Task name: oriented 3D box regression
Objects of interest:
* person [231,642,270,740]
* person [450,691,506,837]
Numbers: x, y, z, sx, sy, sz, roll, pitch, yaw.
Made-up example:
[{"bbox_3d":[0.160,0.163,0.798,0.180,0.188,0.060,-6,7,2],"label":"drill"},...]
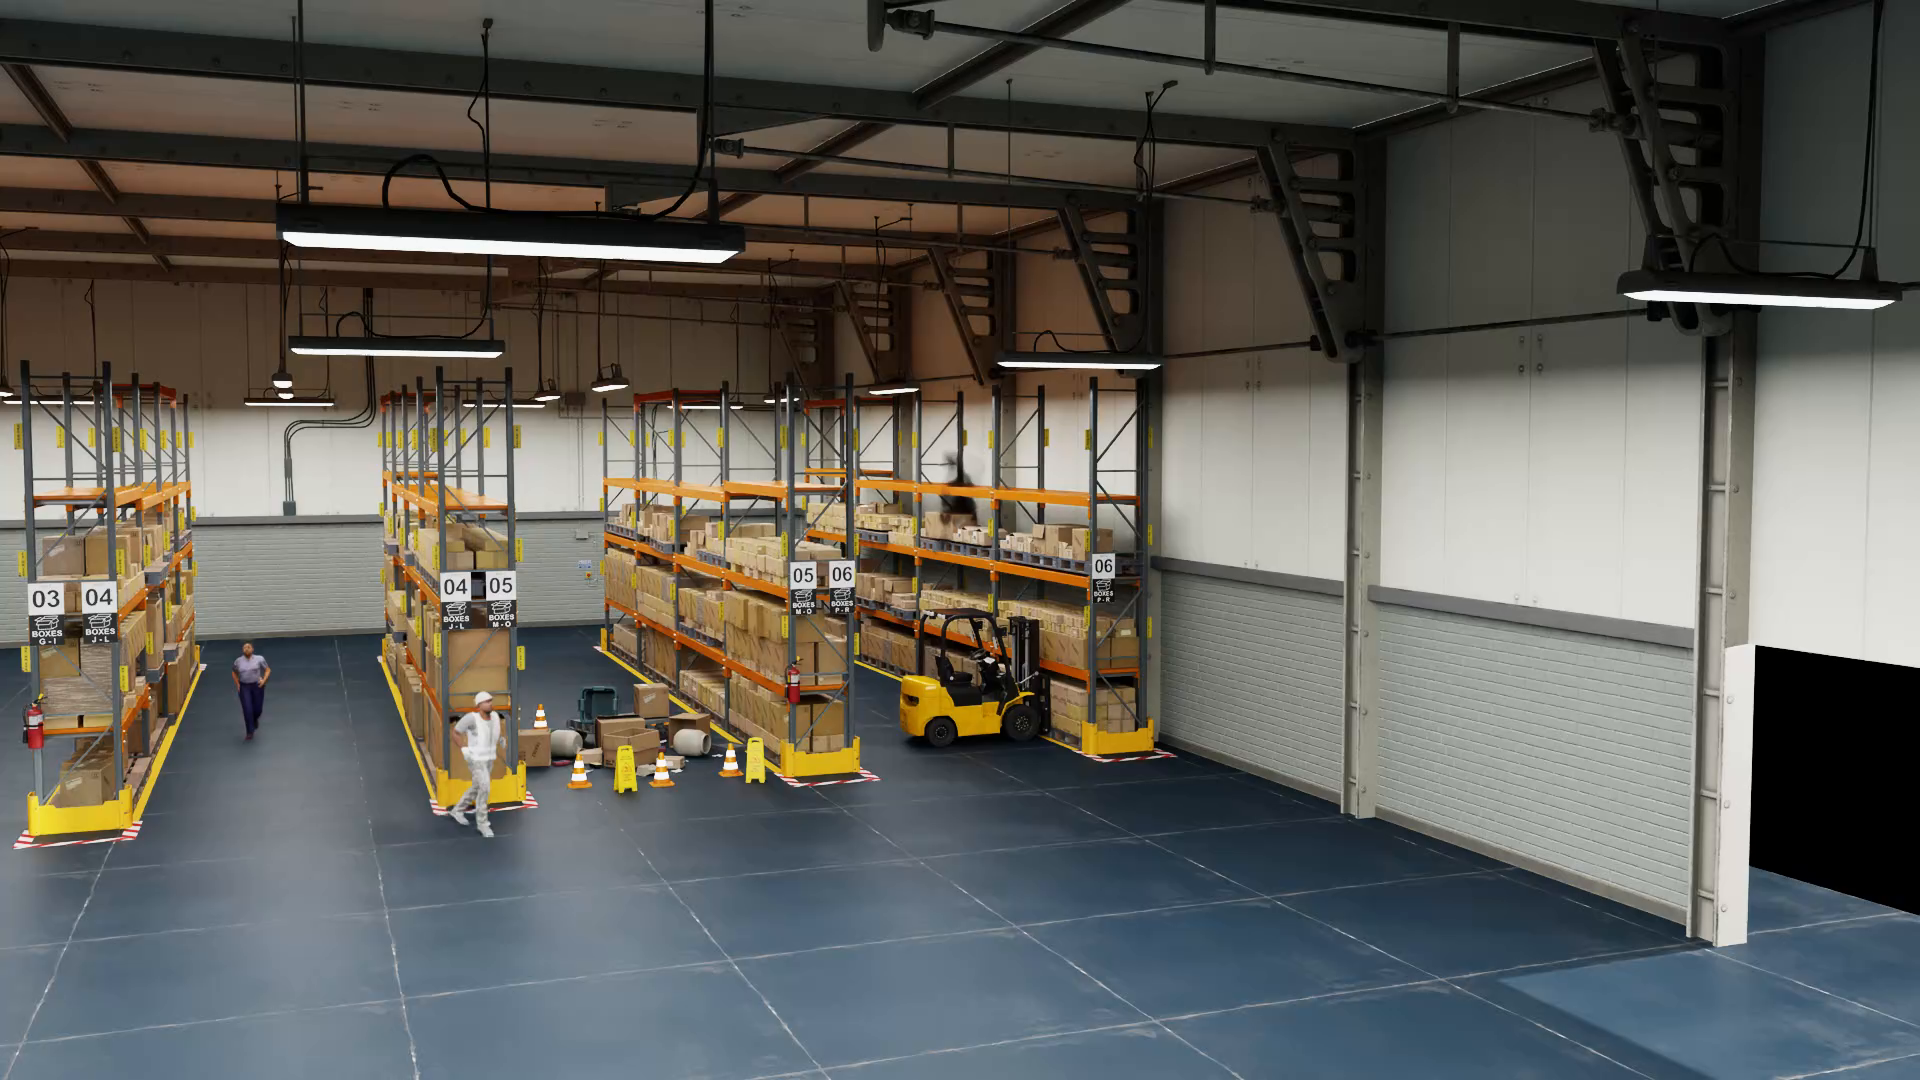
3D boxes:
[{"bbox_3d":[-11.954,2.523,28.036,0.602,1.628,0.612,-1,4,-20],"label":"person"},{"bbox_3d":[-6.172,2.843,21.307,0.799,1.835,0.673,2,4,26],"label":"person"}]
